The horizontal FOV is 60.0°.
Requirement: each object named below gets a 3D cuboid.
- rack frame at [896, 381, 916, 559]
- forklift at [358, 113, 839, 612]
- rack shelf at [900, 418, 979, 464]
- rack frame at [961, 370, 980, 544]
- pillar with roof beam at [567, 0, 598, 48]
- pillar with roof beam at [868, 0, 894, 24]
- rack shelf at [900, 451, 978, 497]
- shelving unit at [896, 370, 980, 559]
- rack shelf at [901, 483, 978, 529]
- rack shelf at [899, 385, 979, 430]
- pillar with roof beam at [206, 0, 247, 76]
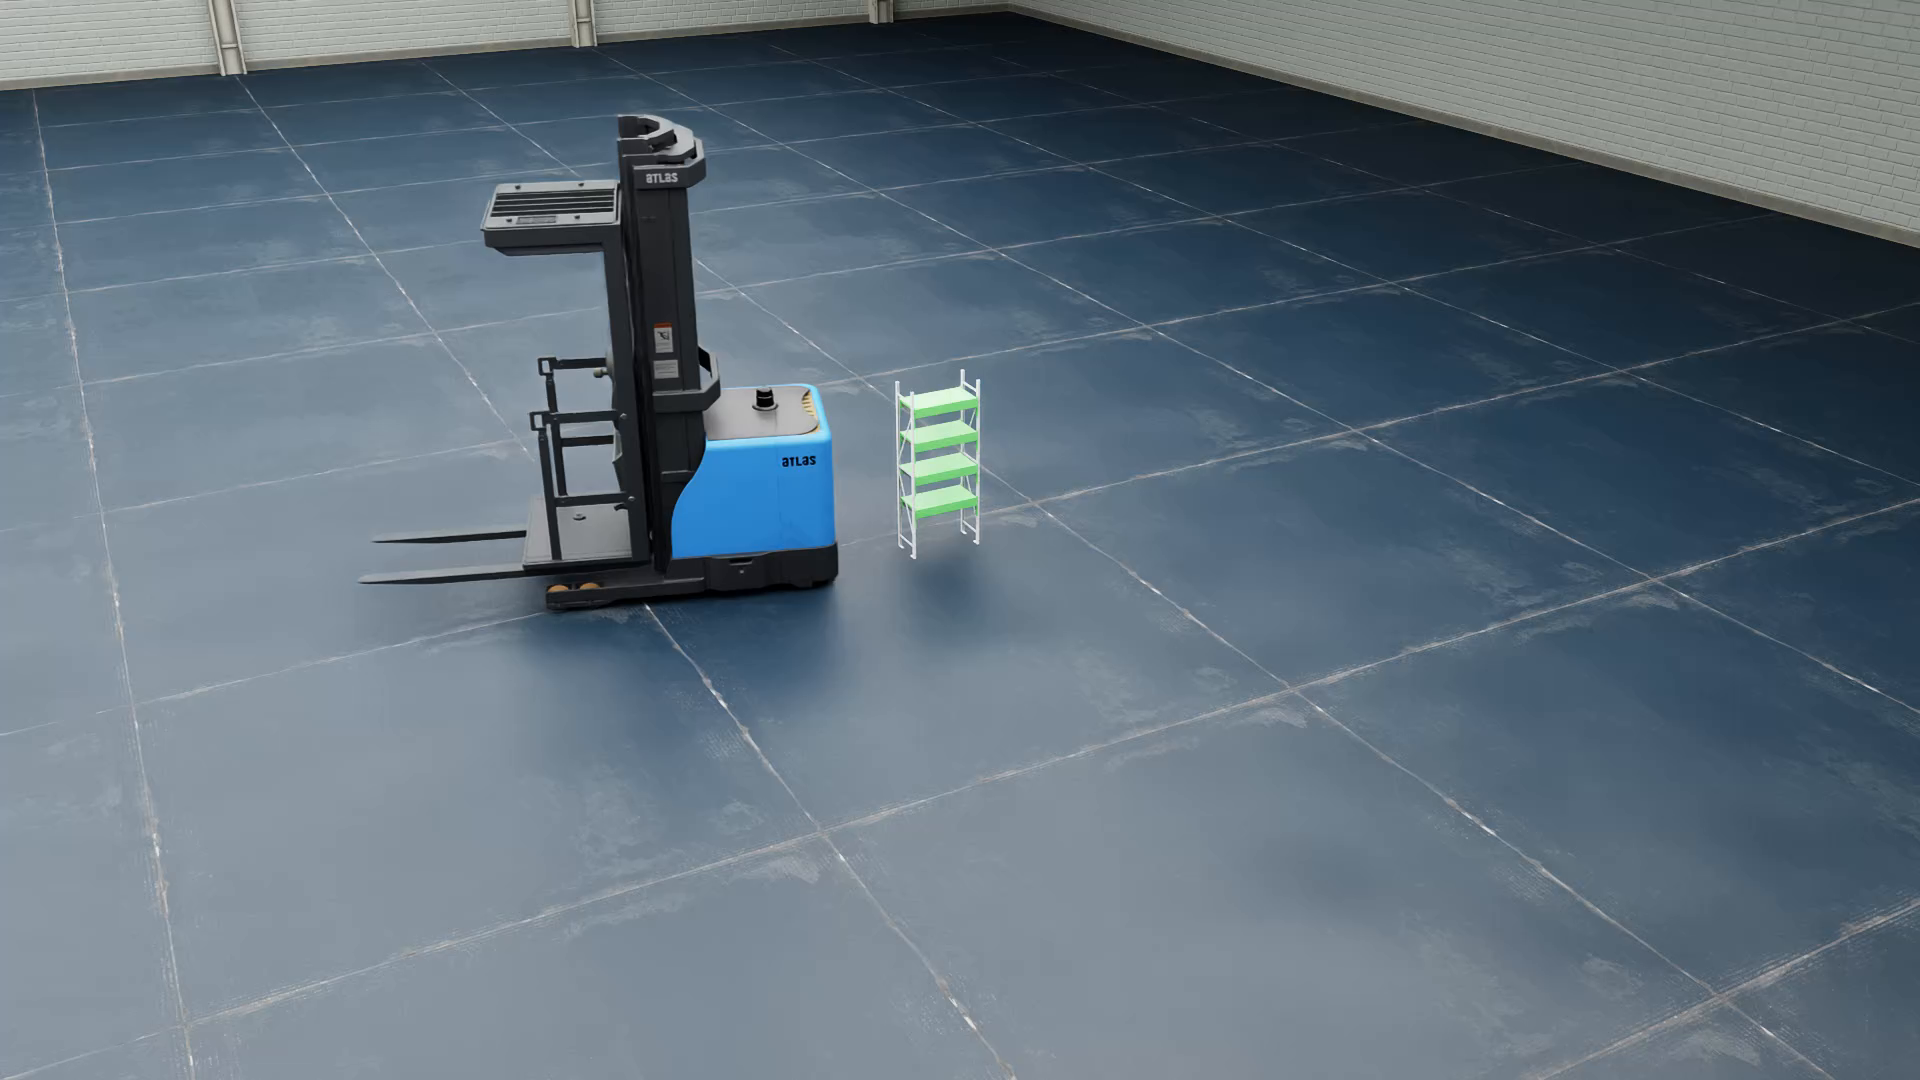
[{"bbox_3d":[-0.361,-0.457,11.119,0.015,1.200,0.240,-13,29,-25],"label":"rack frame"},{"bbox_3d":[-2.364,-1.110,10.478,3.031,2.935,1.130,-4,26,-9],"label":"forklift"},{"bbox_3d":[-0.146,-0.666,11.146,0.480,0.148,0.258,-13,29,-25],"label":"rack shelf"},{"bbox_3d":[0.069,-0.557,11.326,0.015,1.200,0.240,-13,29,-25],"label":"rack frame"},{"bbox_3d":[-4.827,-11.437,24.977,0.400,9.000,9.100,-13,29,-25],"label":"pillar with roof beam"},{"bbox_3d":[0.467,-12.659,27.522,0.400,9.000,9.100,-13,29,-25],"label":"pillar with roof beam"},{"bbox_3d":[-0.146,-0.450,11.250,0.480,0.148,0.258,-13,29,-25],"label":"rack shelf"},{"bbox_3d":[-0.146,-0.507,11.222,0.503,1.200,0.258,-13,29,-25],"label":"shelving unit"},{"bbox_3d":[-0.146,-0.233,11.354,0.480,0.148,0.258,-13,29,-25],"label":"rack shelf"},{"bbox_3d":[-0.146,-0.882,11.042,0.480,0.148,0.258,-13,29,-25],"label":"rack shelf"},{"bbox_3d":[-10.121,-10.215,22.432,0.400,9.000,9.100,-13,29,-25],"label":"pillar with roof beam"}]
